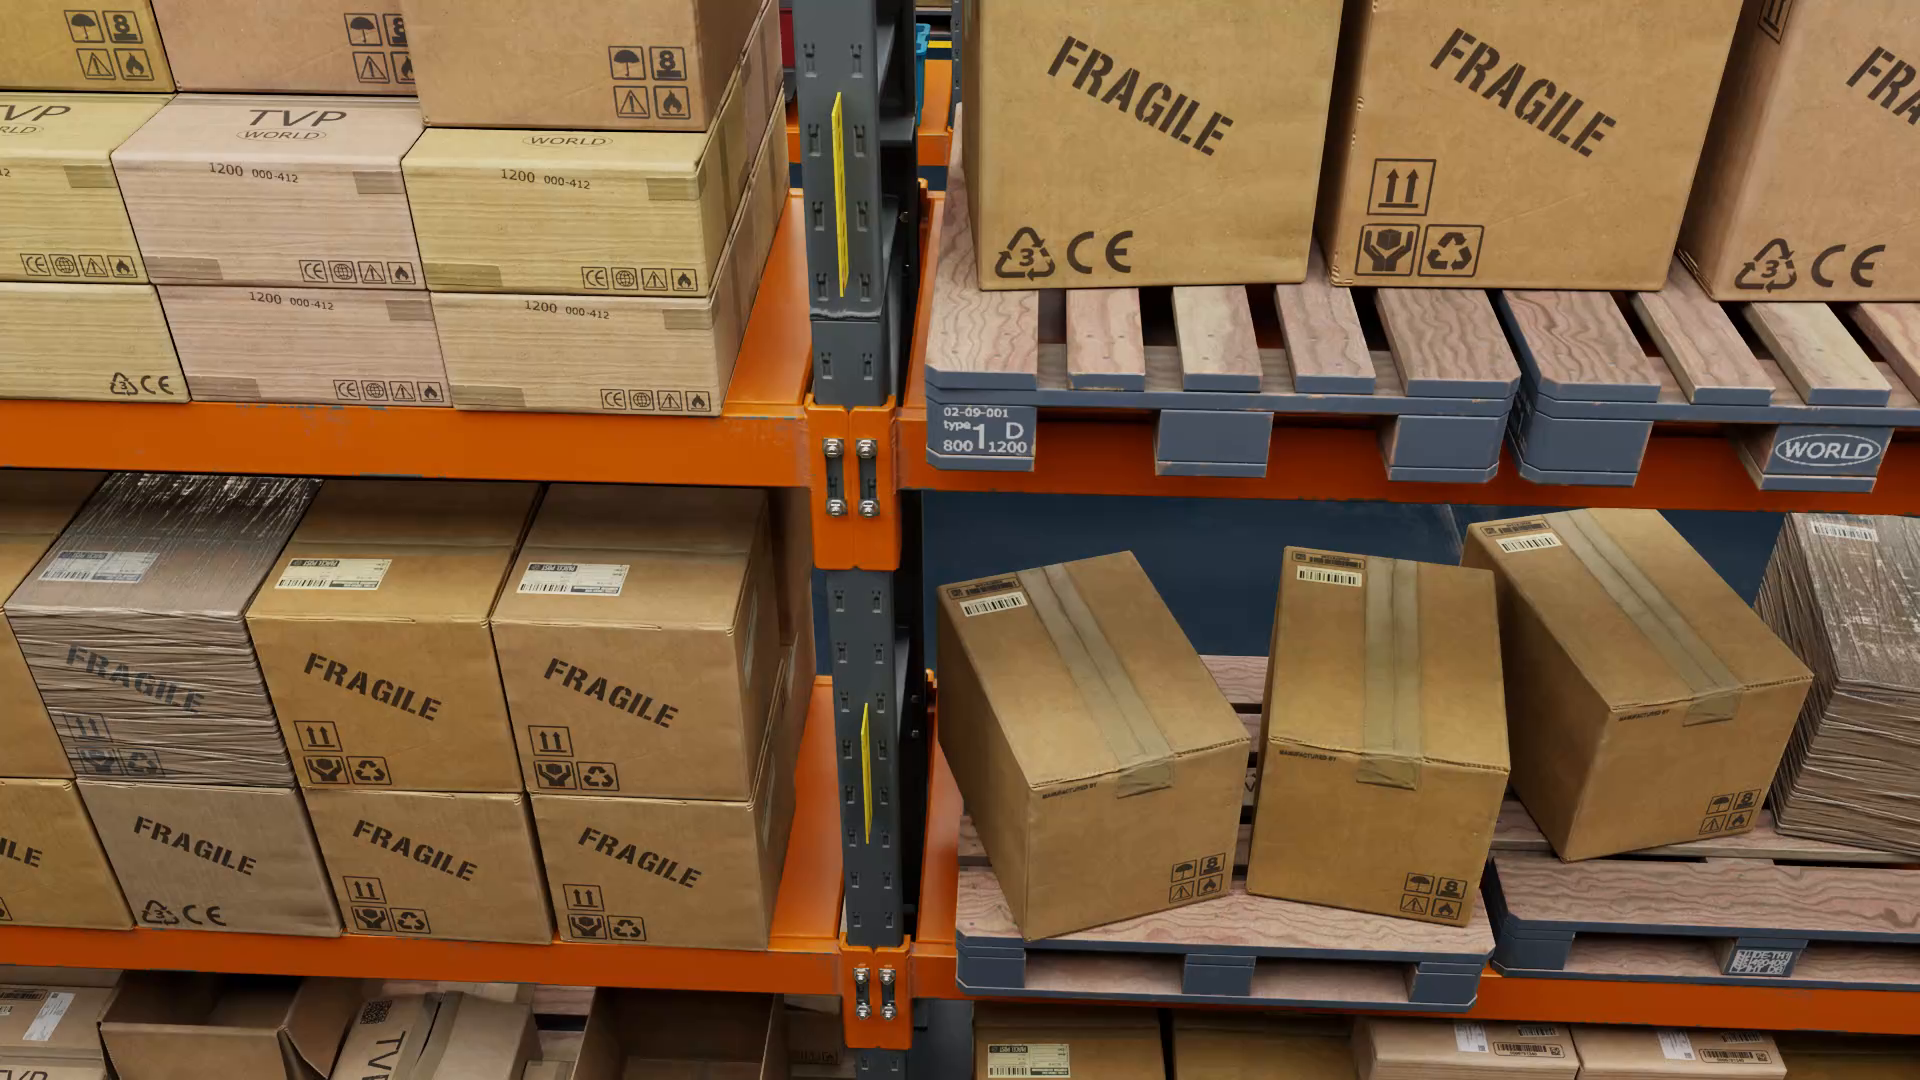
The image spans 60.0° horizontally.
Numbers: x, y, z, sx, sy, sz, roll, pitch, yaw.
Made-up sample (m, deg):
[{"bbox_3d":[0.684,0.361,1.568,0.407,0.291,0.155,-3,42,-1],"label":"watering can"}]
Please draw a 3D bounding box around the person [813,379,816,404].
[{"bbox_3d":[-0.476,-0.723,7.145,0.462,1.593,0.343,2,36,2],"label":"person"}]
